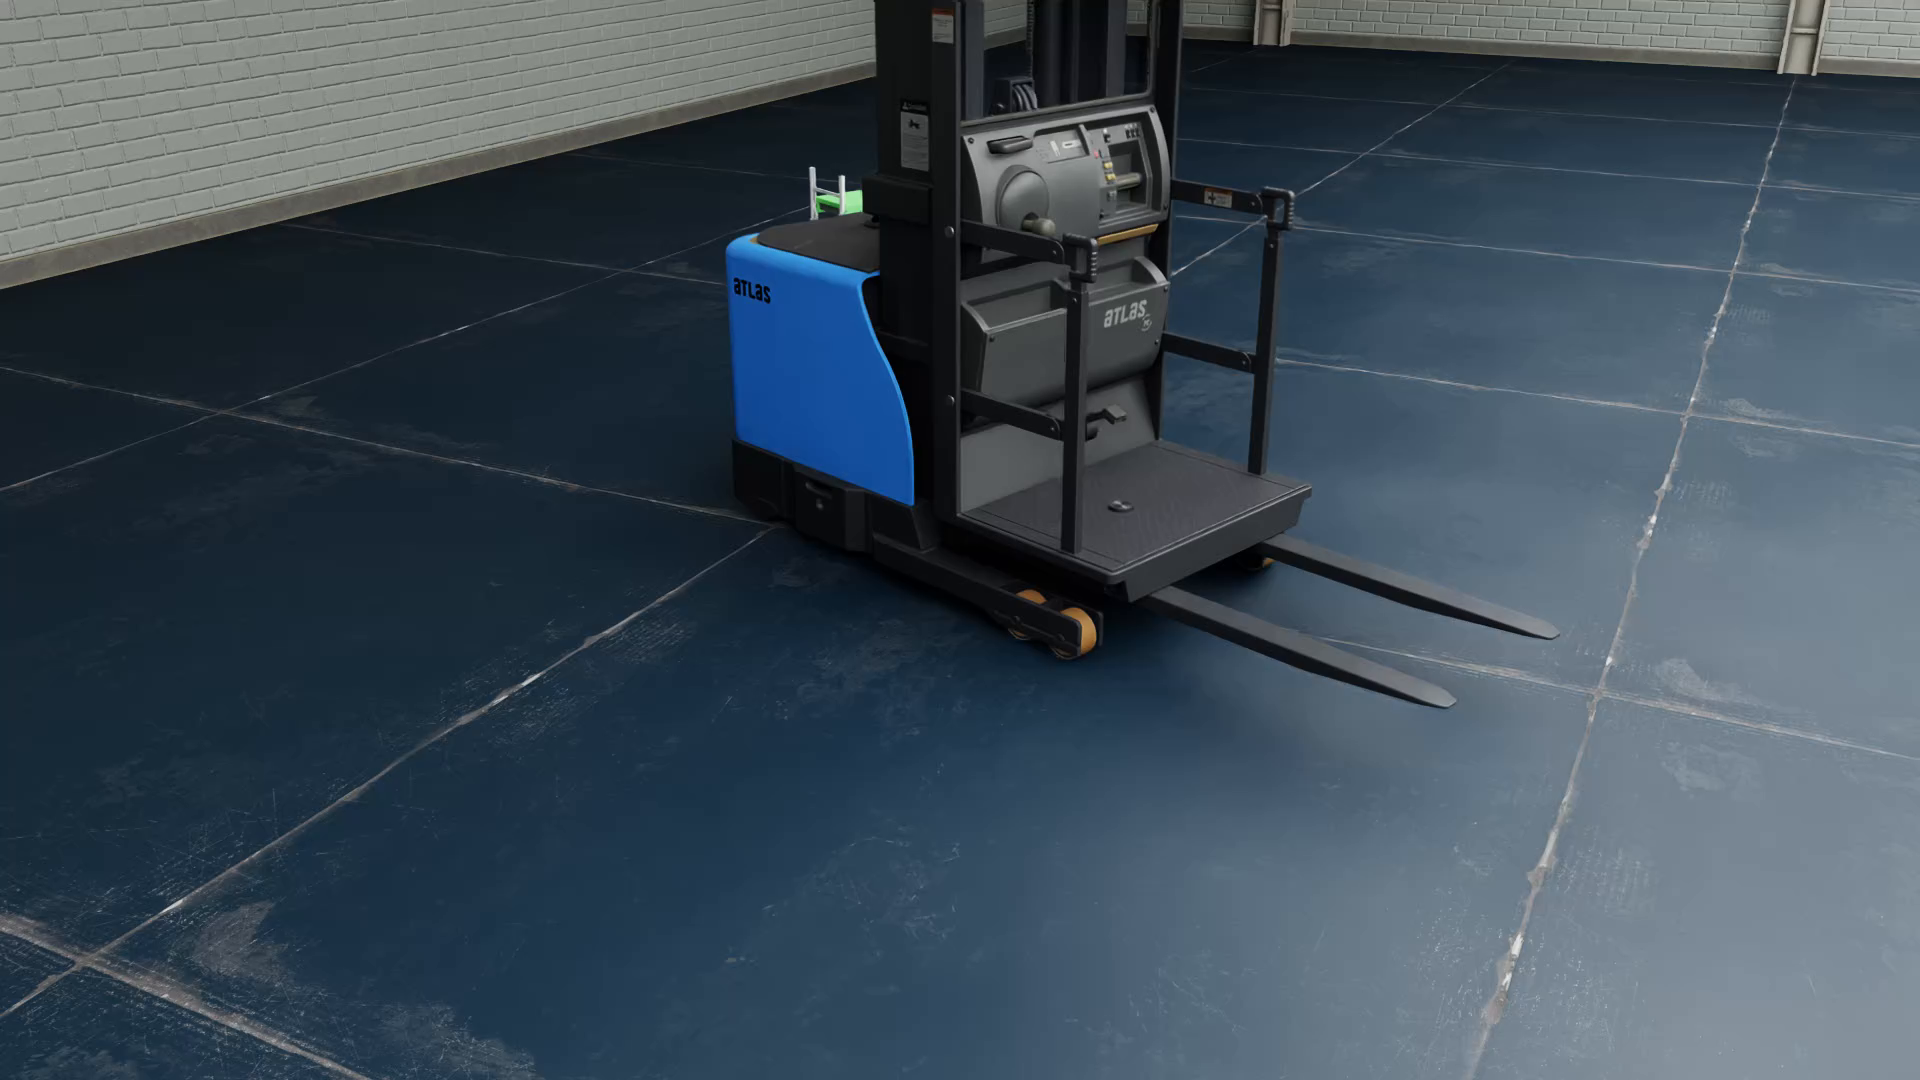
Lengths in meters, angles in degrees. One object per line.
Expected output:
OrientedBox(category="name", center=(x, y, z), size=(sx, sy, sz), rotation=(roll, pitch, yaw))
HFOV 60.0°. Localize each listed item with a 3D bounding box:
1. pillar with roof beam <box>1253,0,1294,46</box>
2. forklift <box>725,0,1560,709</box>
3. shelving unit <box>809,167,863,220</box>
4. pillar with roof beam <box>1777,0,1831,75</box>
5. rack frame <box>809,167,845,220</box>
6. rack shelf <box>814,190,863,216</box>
OrientedBox(category="pillar with roof beam", center=(1.976, -8.874, 15.617), size=(0.400, 9.000, 9.100), rotation=(11, 25, 25))
OrientedBox(category="forklift", center=(0.514, -1.193, 5.309), size=(1.130, 2.935, 3.031), rotation=(-21, 31, -40))
OrientedBox(category="shelving unit", center=(-0.337, -0.977, 7.014), size=(0.503, 1.200, 0.258), rotation=(-16, 28, -33))
OrientedBox(category="pillar with roof beam", center=(7.330, -7.814, 13.126), size=(0.400, 9.000, 9.100), rotation=(11, 25, 25))
OrientedBox(category="rack frame", center=(-0.533, -0.920, 6.880), size=(0.015, 1.200, 0.240), rotation=(-16, 28, -33))
OrientedBox(category="rack shelf", center=(-0.338, -1.360, 6.851), size=(0.480, 0.148, 0.258), rotation=(-16, 28, -33))
